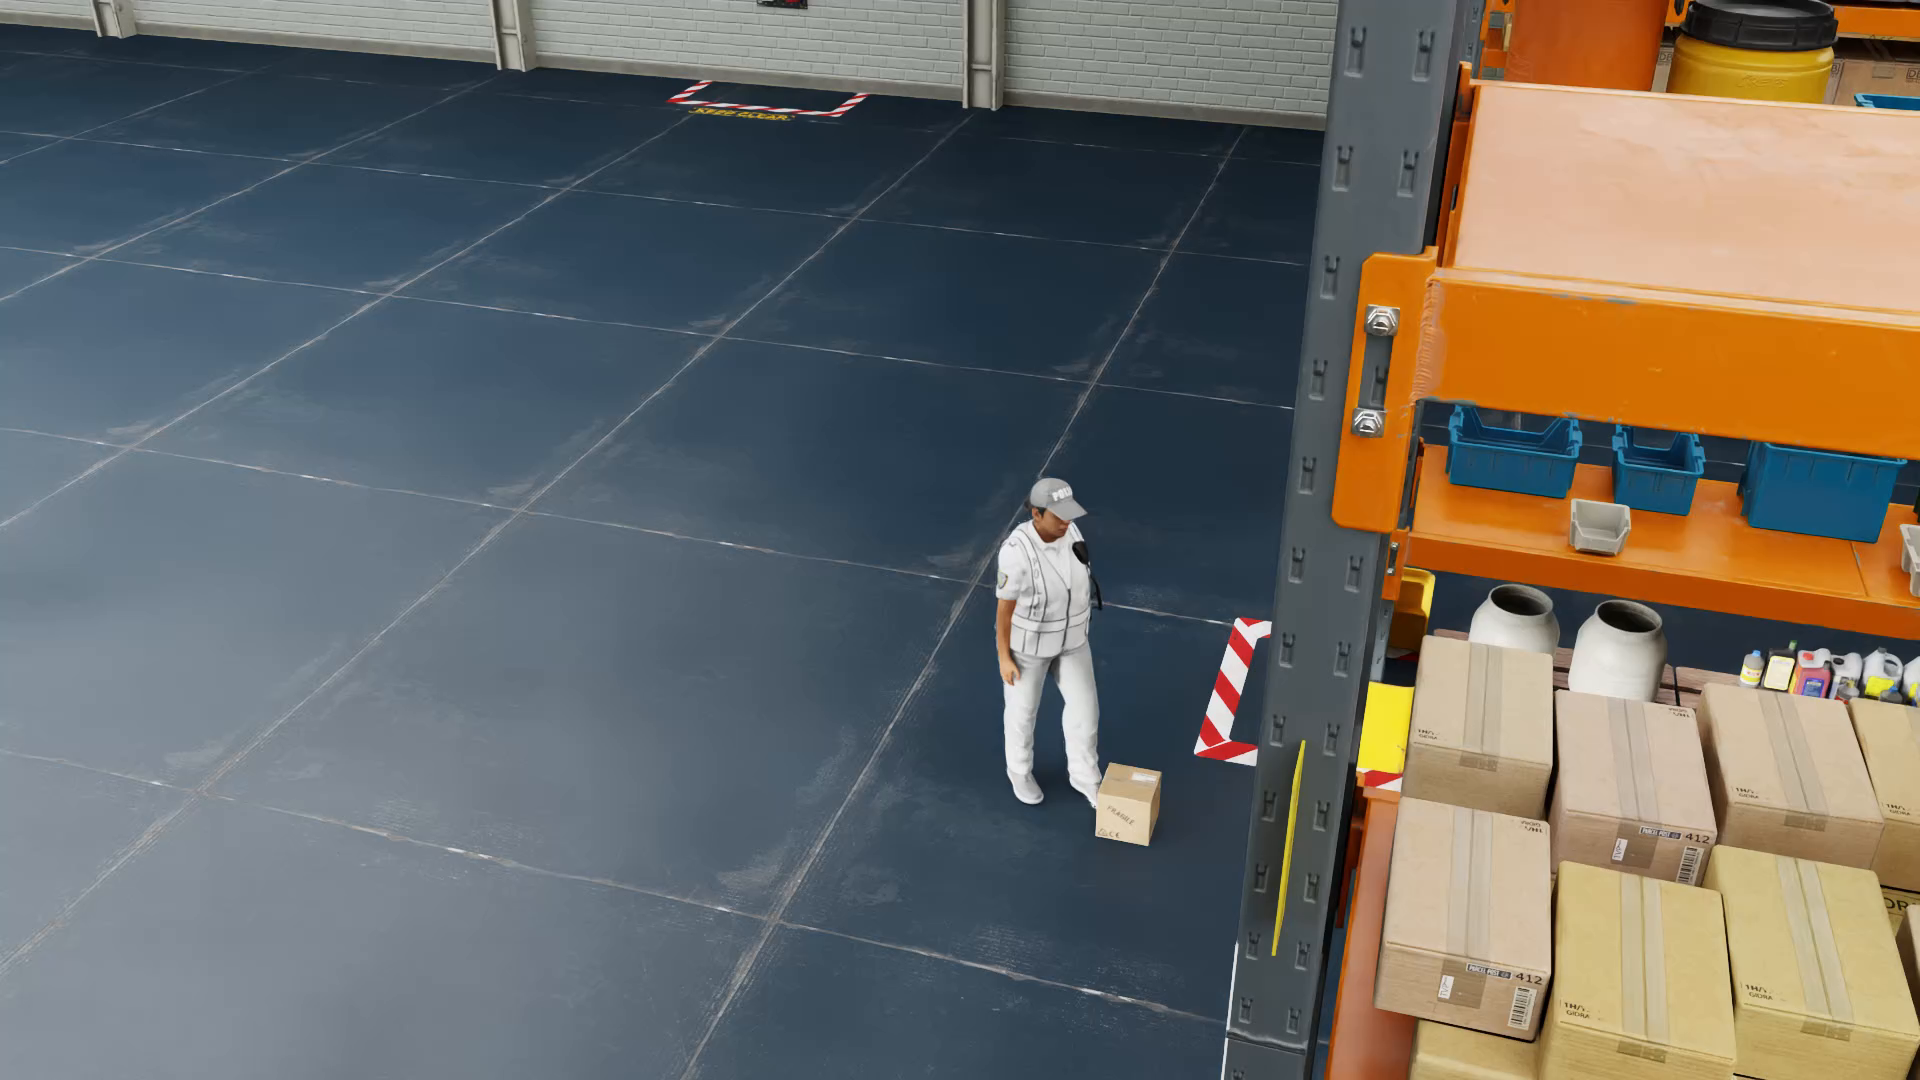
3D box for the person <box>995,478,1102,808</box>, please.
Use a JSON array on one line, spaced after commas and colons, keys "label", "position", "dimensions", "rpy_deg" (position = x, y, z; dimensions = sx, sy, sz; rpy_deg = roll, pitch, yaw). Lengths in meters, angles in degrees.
[{"label": "person", "position": [0.427, 0.505, 7.605], "dimensions": [0.523, 1.682, 0.550], "rpy_deg": [-16, 33, -26]}]
